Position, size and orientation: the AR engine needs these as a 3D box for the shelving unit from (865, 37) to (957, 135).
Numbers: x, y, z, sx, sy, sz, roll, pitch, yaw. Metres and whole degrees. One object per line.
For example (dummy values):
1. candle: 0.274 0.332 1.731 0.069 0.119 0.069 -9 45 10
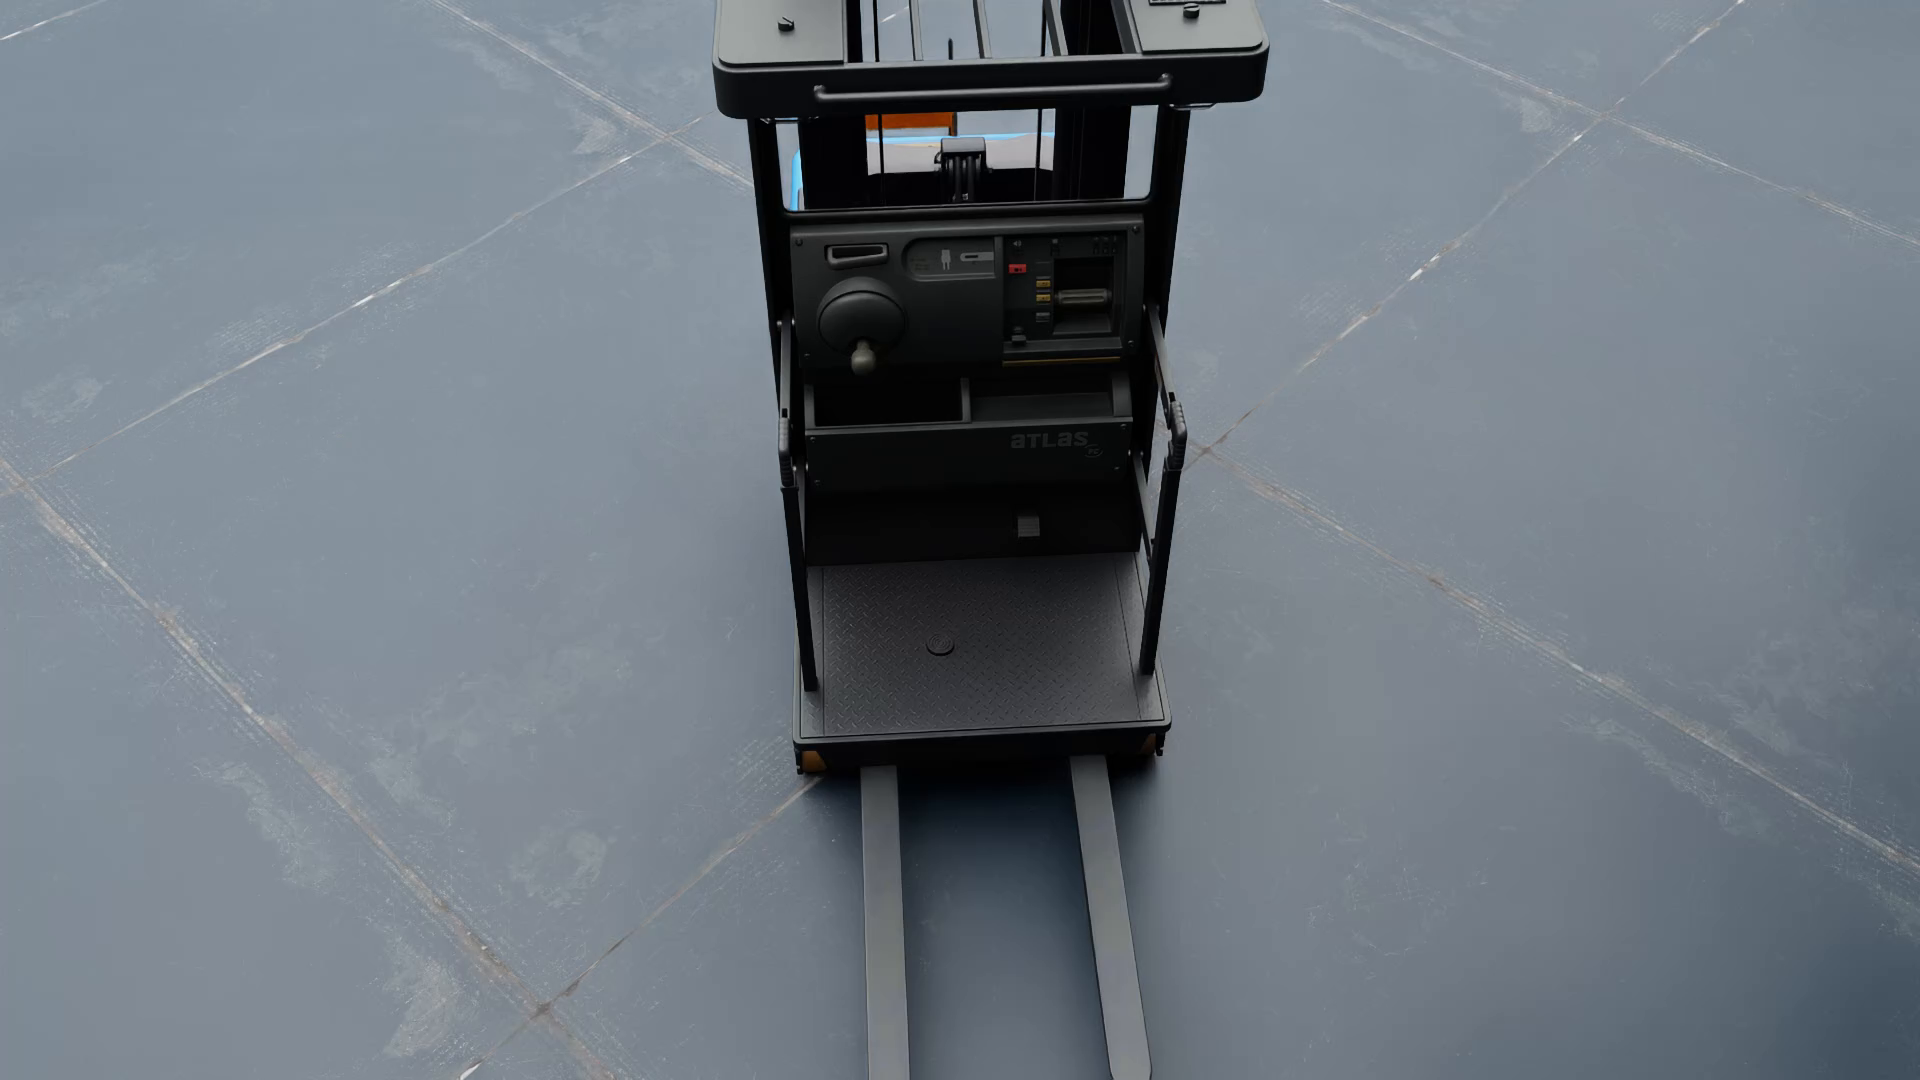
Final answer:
1. shelving unit: -0.267 -1.197 6.038 0.503 1.200 0.258 -3 42 -3

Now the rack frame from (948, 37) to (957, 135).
1. rack frame: -0.024 -1.210 6.050 0.015 1.200 0.240 -3 42 -3

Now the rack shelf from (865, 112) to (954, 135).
1. rack shelf: -0.269 -1.488 5.773 0.480 0.148 0.258 -3 42 -3

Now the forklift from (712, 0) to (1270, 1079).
1. forklift: 0.038 -0.551 4.256 1.130 2.935 3.031 -3 47 -2
